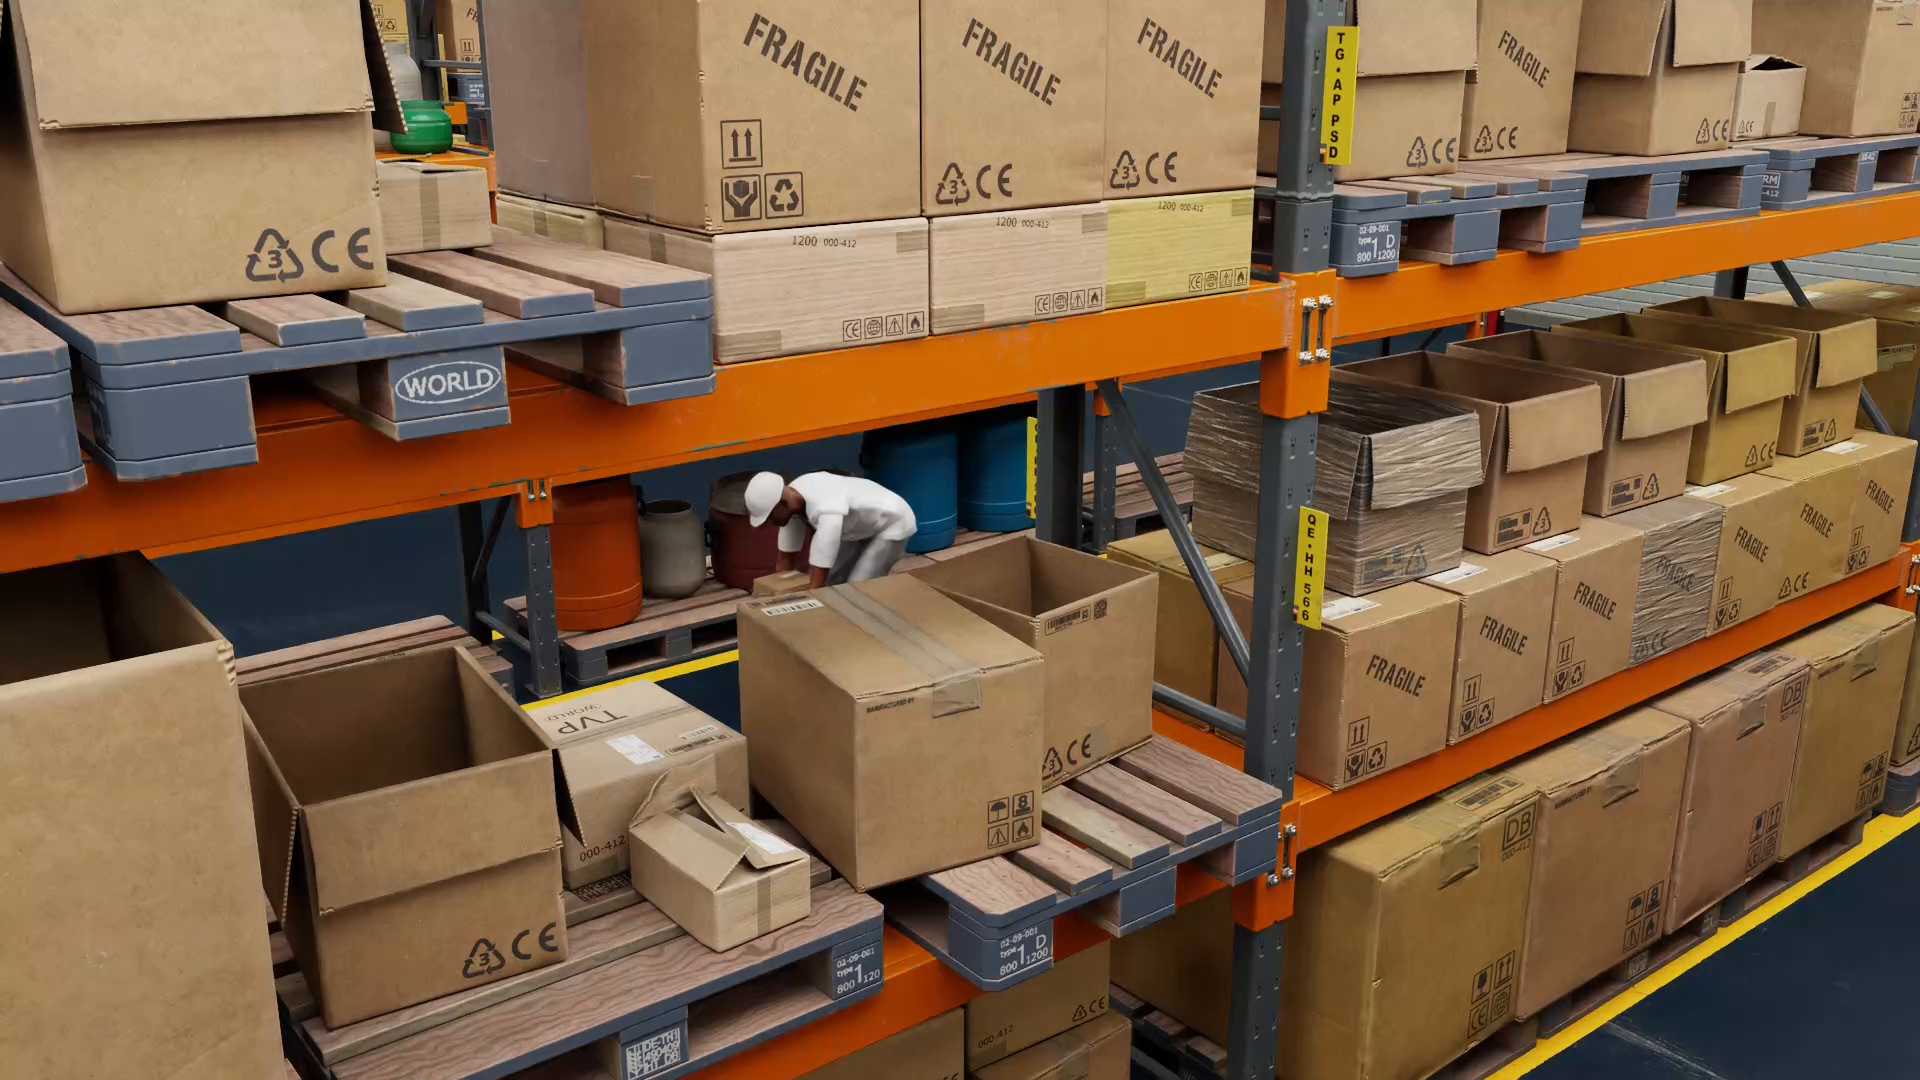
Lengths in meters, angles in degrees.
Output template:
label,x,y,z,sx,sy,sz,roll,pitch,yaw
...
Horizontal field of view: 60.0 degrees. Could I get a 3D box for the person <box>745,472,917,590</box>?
label,x,y,z,sx,sy,sz,roll,pitch,yaw
person,-0.682,0.187,8.803,0.946,1.230,0.498,-10,20,-30
